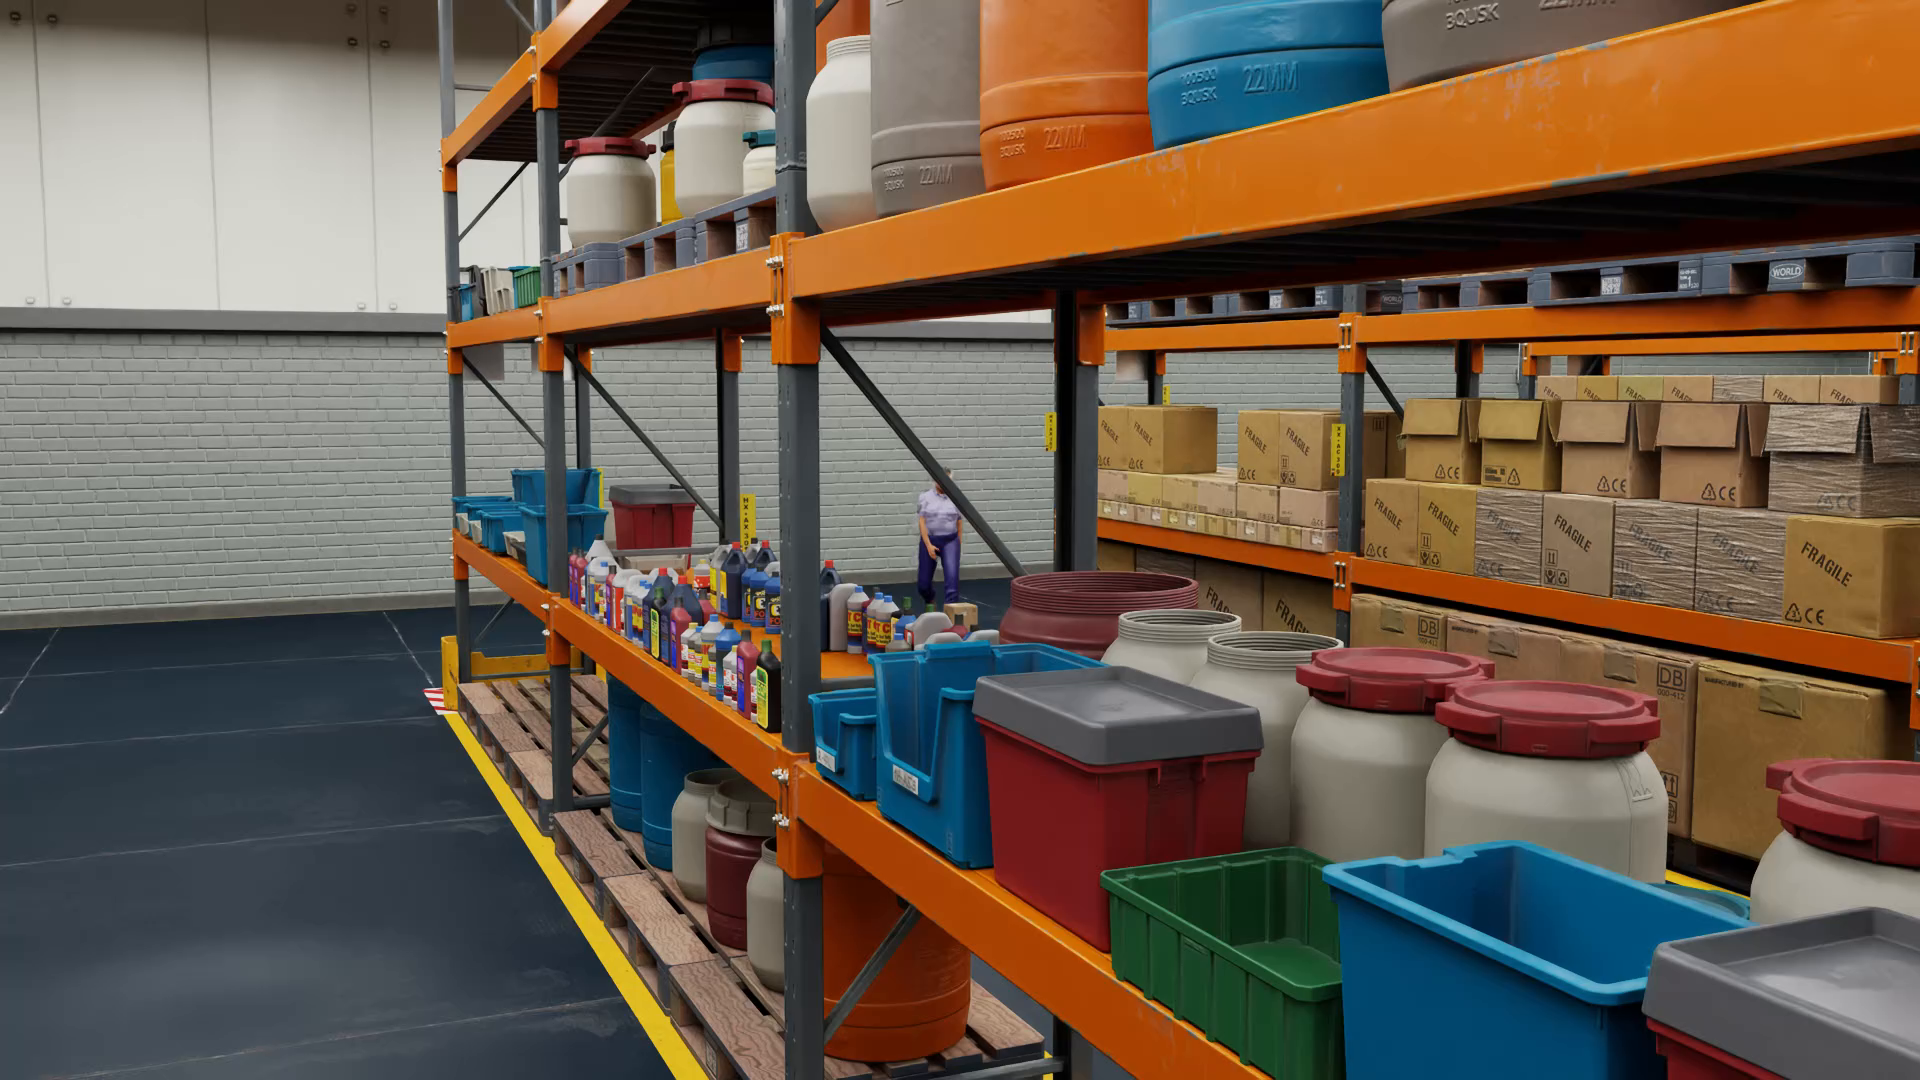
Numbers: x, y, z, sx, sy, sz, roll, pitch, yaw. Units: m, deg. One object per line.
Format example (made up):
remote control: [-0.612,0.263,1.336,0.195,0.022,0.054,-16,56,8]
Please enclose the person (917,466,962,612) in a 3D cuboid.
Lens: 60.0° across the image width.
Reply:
person: [-0.192,0.054,16.373,0.467,1.551,0.943,-1,6,-6]
